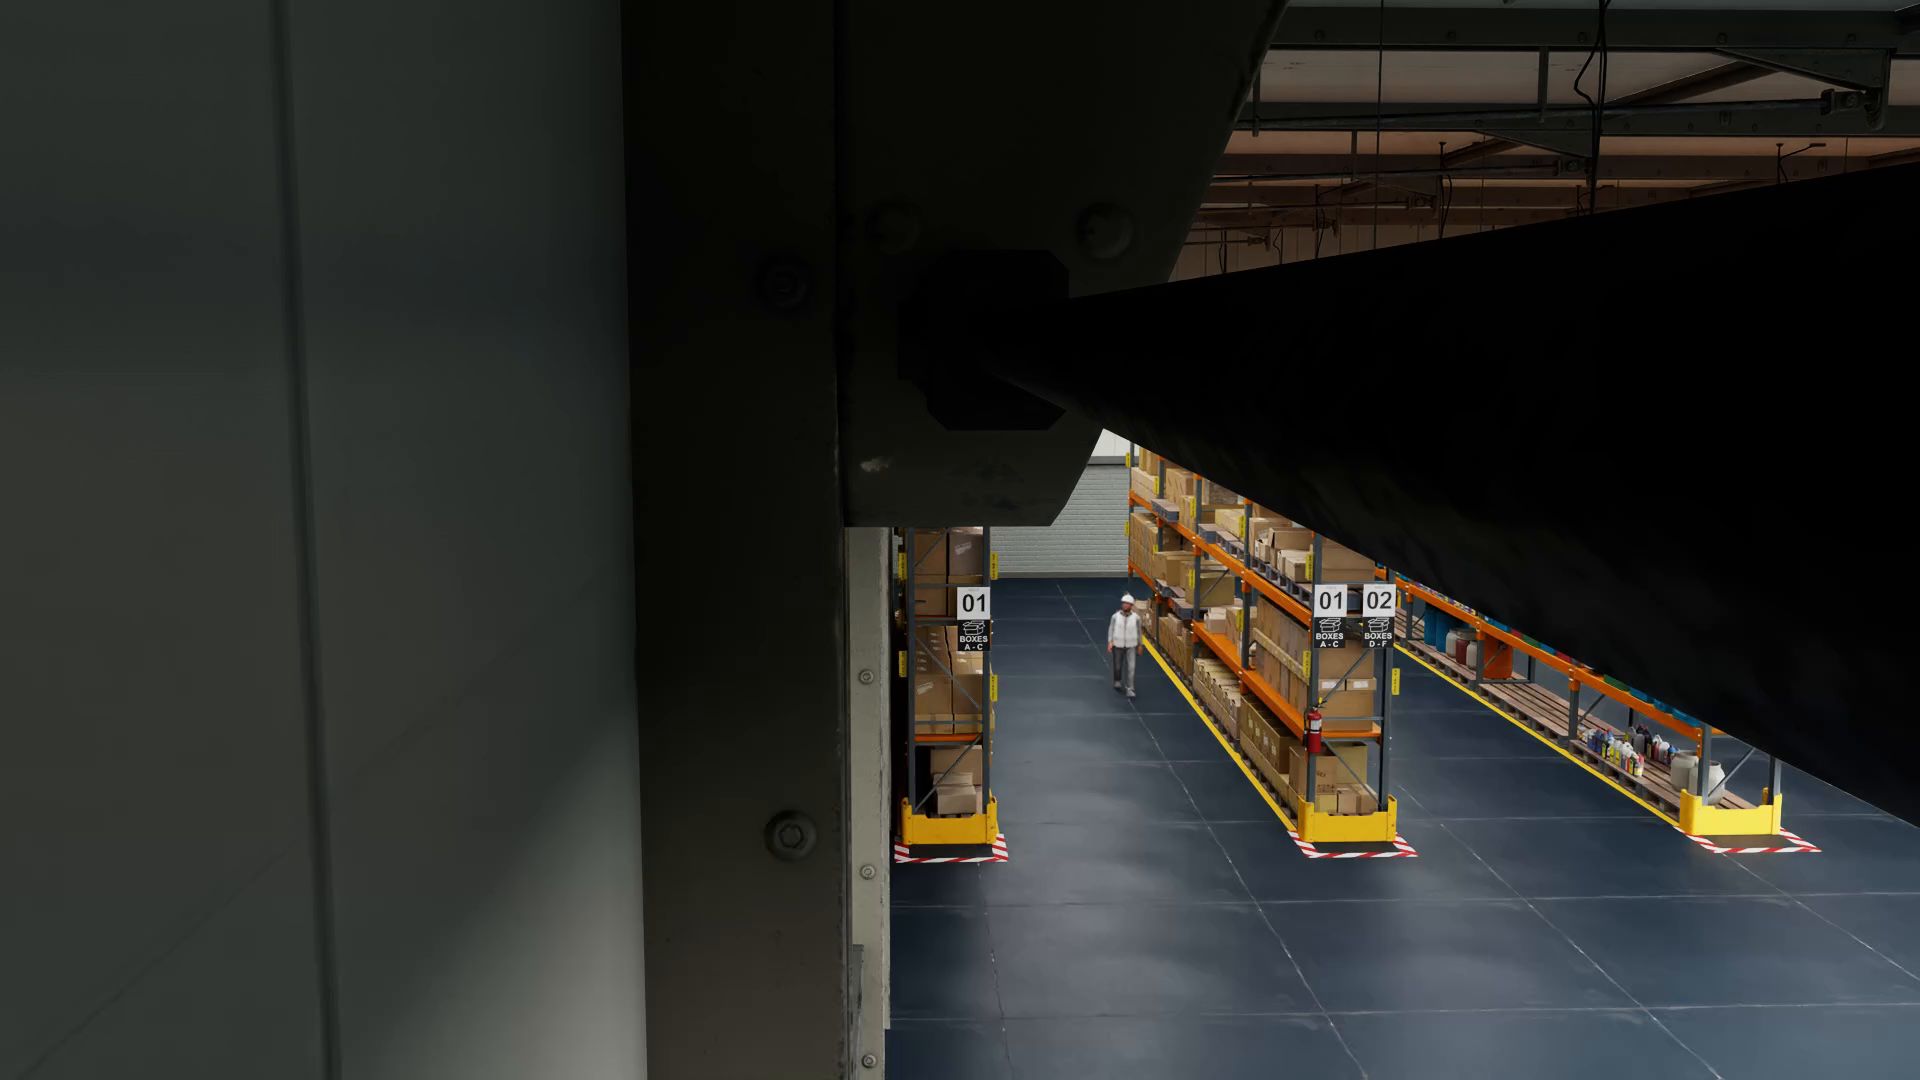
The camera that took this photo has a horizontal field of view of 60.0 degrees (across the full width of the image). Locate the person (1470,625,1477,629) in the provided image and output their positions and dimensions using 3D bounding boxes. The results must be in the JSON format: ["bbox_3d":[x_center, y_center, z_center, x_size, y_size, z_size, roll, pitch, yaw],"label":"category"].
[{"bbox_3d":[10.966,1.038,34.957,0.414,1.679,0.561,3,8,19],"label":"person"}]

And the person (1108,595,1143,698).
[{"bbox_3d":[2.851,1.817,28.657,0.617,1.730,1.012,0,7,2],"label":"person"}]
